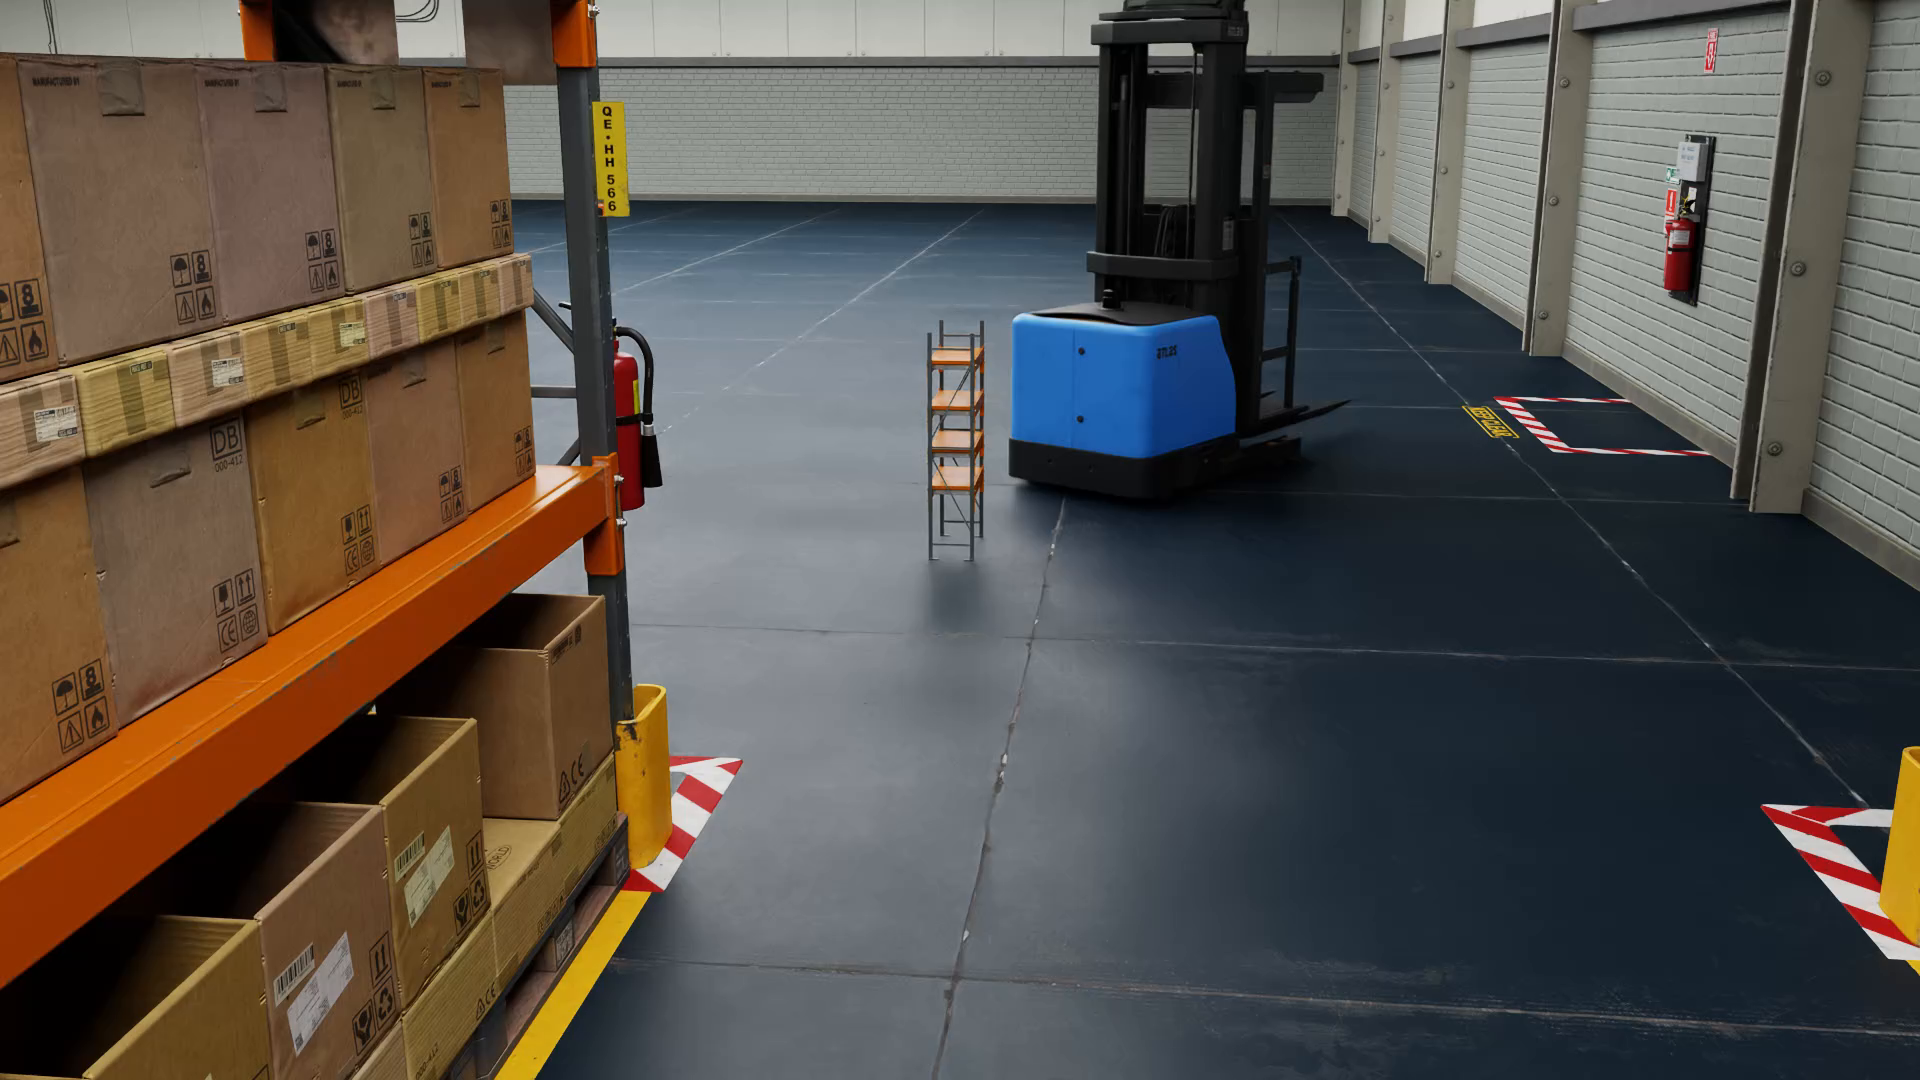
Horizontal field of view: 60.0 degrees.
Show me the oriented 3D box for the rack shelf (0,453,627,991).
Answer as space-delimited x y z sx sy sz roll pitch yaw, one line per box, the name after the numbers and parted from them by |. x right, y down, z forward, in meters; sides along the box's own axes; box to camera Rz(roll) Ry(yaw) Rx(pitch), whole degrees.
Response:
-1.781 0.413 3.267 1.077 0.370 4.000 2 15 6 | rack shelf

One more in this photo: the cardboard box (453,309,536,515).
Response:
-1.621 -0.381 4.632 0.700 0.500 0.500 2 15 6 | cardboard box

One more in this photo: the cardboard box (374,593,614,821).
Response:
-1.320 0.457 4.751 0.500 0.500 0.500 2 15 6 | cardboard box

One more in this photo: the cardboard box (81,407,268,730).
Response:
-1.793 0.021 3.147 0.700 0.500 0.500 2 15 8 | cardboard box

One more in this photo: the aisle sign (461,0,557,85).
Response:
-1.256 -1.716 4.783 0.394 0.787 0.004 2 15 6 | aisle sign

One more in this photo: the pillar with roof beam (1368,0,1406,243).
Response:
2.578 -9.349 26.496 9.100 9.000 0.400 2 15 6 | pillar with roof beam

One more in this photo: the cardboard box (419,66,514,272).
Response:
-1.627 -0.993 4.412 0.700 0.500 0.500 2 15 6 | cardboard box

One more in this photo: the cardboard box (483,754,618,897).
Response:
-1.322 0.819 4.849 0.500 0.250 0.500 2 15 6 | cardboard box

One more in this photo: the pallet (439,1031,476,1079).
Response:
-1.740 1.408 3.550 1.003 0.211 1.213 2 15 6 | pallet

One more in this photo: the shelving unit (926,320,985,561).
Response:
-0.019 -0.536 8.847 0.258 1.200 0.503 2 15 6 | shelving unit

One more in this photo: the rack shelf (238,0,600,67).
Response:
-1.781 -1.035 2.875 1.077 0.370 4.000 2 15 6 | rack shelf

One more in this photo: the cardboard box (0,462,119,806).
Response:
-1.849 0.154 2.655 0.700 0.500 0.500 2 15 7 | cardboard box

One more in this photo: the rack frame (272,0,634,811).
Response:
-1.556 -0.453 5.091 1.000 3.000 0.127 2 15 6 | rack frame

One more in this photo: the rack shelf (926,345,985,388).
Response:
-0.019 -0.916 8.744 0.258 0.148 0.480 2 15 6 | rack shelf

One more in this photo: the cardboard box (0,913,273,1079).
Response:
-1.531 0.976 2.831 0.500 0.500 0.500 2 15 6 | cardboard box

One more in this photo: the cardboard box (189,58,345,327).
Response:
-1.737 -0.726 3.423 0.700 0.500 0.500 2 15 6 | cardboard box

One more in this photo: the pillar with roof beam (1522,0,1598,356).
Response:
1.224 -6.236 14.986 9.100 9.000 0.400 2 15 6 | pillar with roof beam

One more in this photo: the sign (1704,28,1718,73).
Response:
5.241 -3.415 11.605 0.001 0.298 0.199 2 15 6 | sign

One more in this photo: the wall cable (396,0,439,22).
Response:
-12.689 -13.789 36.401 2.305 6.003 0.169 2 15 6 | wall cable

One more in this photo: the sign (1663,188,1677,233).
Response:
5.306 -2.455 12.425 0.001 0.329 0.234 2 15 6 | sign

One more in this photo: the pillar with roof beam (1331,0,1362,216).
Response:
3.255 -10.905 32.251 9.100 9.000 0.400 2 15 6 | pillar with roof beam

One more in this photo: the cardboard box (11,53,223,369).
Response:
-1.793 -0.596 2.943 0.700 0.500 0.500 2 15 6 | cardboard box

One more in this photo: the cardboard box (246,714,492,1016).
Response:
-1.419 0.717 3.790 0.500 0.500 0.500 2 15 6 | cardboard box

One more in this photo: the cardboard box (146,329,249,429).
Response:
-1.582 -0.307 3.118 0.380 0.149 0.250 1 15 5 | cardboard box

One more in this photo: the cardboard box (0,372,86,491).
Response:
-1.643 -0.175 2.630 0.380 0.149 0.250 1 15 5 | cardboard box

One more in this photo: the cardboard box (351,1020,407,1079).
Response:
-1.480 1.209 3.409 0.500 0.250 0.500 2 15 6 | cardboard box

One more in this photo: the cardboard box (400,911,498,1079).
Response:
-1.422 1.079 3.888 0.500 0.250 0.500 2 15 6 | cardboard box

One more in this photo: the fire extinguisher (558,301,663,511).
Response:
-1.081 -0.433 5.164 0.296 0.674 0.183 2 15 6 | fire extinguisher

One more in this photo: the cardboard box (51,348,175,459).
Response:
-1.613 -0.243 2.880 0.380 0.149 0.250 2 15 6 | cardboard box

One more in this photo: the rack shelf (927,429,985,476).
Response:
-0.019 -0.471 8.864 0.258 0.148 0.480 2 15 6 | rack shelf

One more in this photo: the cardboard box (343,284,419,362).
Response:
-1.497 -0.510 3.869 0.380 0.149 0.250 2 15 7 | cardboard box

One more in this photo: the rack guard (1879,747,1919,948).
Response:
3.358 0.918 4.809 1.175 0.500 0.348 2 15 6 | rack guard

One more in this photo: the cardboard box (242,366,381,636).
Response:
-1.737 -0.116 3.652 0.700 0.500 0.500 2 15 7 | cardboard box

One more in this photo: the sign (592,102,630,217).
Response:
-1.018 -1.107 4.837 0.100 0.325 0.005 2 15 6 | sign

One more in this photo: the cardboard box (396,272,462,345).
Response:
-1.466 -0.576 4.110 0.380 0.149 0.250 1 15 5 | cardboard box

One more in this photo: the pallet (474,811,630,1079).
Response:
-1.600 1.092 4.717 1.003 0.211 1.213 2 15 6 | pallet

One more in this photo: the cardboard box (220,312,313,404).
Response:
-1.554 -0.374 3.364 0.380 0.149 0.250 2 15 8 | cardboard box

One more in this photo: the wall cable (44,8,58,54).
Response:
-22.120 -10.932 38.300 3.097 2.526 0.112 2 15 6 | wall cable

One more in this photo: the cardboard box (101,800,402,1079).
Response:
-1.476 0.847 3.311 0.500 0.500 0.500 2 15 6 | cardboard box

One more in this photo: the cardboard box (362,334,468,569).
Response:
-1.675 -0.244 4.128 0.700 0.500 0.500 2 15 8 | cardboard box

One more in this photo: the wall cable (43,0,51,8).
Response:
-19.432 -13.290 37.346 3.097 2.526 0.112 2 15 6 | wall cable

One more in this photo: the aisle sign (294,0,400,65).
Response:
-1.852 -1.734 4.848 0.394 0.787 0.004 2 15 6 | aisle sign

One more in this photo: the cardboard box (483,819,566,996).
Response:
-1.367 0.949 4.368 0.500 0.250 0.500 2 15 6 | cardboard box

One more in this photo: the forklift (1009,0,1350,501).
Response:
1.623 -1.969 10.829 1.130 2.935 3.031 12 19 38 | forklift

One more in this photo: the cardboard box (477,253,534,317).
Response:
-1.409 -0.710 4.606 0.380 0.149 0.250 1 15 5 | cardboard box

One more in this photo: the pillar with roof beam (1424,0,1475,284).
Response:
1.901 -7.792 20.741 9.100 9.000 0.400 2 15 6 | pillar with roof beam

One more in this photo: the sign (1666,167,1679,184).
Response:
5.297 -2.710 12.353 0.001 0.109 0.331 2 15 6 | sign

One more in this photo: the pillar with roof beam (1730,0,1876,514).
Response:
0.547 -4.680 9.231 9.100 9.000 0.400 2 15 6 | pillar with roof beam

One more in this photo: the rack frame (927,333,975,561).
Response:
-0.046 -0.473 8.613 0.240 1.200 0.015 2 15 6 | rack frame

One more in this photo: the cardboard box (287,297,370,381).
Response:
-1.526 -0.442 3.617 0.380 0.149 0.250 2 15 8 | cardboard box

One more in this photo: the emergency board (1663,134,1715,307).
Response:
5.141 -2.297 11.911 0.194 1.169 0.643 2 15 6 | emergency board

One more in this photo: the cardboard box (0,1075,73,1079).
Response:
-1.595 1.106 2.352 0.500 0.500 0.500 2 15 6 | cardboard box

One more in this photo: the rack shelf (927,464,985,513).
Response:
-0.019 -0.280 8.916 0.258 0.148 0.480 2 15 6 | rack shelf

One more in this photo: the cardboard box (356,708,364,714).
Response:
-1.892 0.572 4.328 0.500 0.500 0.500 2 15 6 | cardboard box

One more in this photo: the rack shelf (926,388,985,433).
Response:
-0.019 -0.687 8.806 0.258 0.148 0.480 2 15 6 | rack shelf

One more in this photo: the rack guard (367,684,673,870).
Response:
-1.553 0.747 5.441 1.175 0.500 0.348 2 15 6 | rack guard

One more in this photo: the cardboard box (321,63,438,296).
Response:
-1.681 -0.857 3.907 0.700 0.500 0.500 1 15 5 | cardboard box

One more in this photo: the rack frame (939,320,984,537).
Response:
0.009 -0.600 9.081 0.240 1.200 0.015 2 15 6 | rack frame

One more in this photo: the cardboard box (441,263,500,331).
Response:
-1.437 -0.642 4.355 0.380 0.149 0.250 2 15 8 | cardboard box

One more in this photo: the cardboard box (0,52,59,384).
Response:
-1.850 -0.466 2.464 0.700 0.500 0.500 2 15 6 | cardboard box
